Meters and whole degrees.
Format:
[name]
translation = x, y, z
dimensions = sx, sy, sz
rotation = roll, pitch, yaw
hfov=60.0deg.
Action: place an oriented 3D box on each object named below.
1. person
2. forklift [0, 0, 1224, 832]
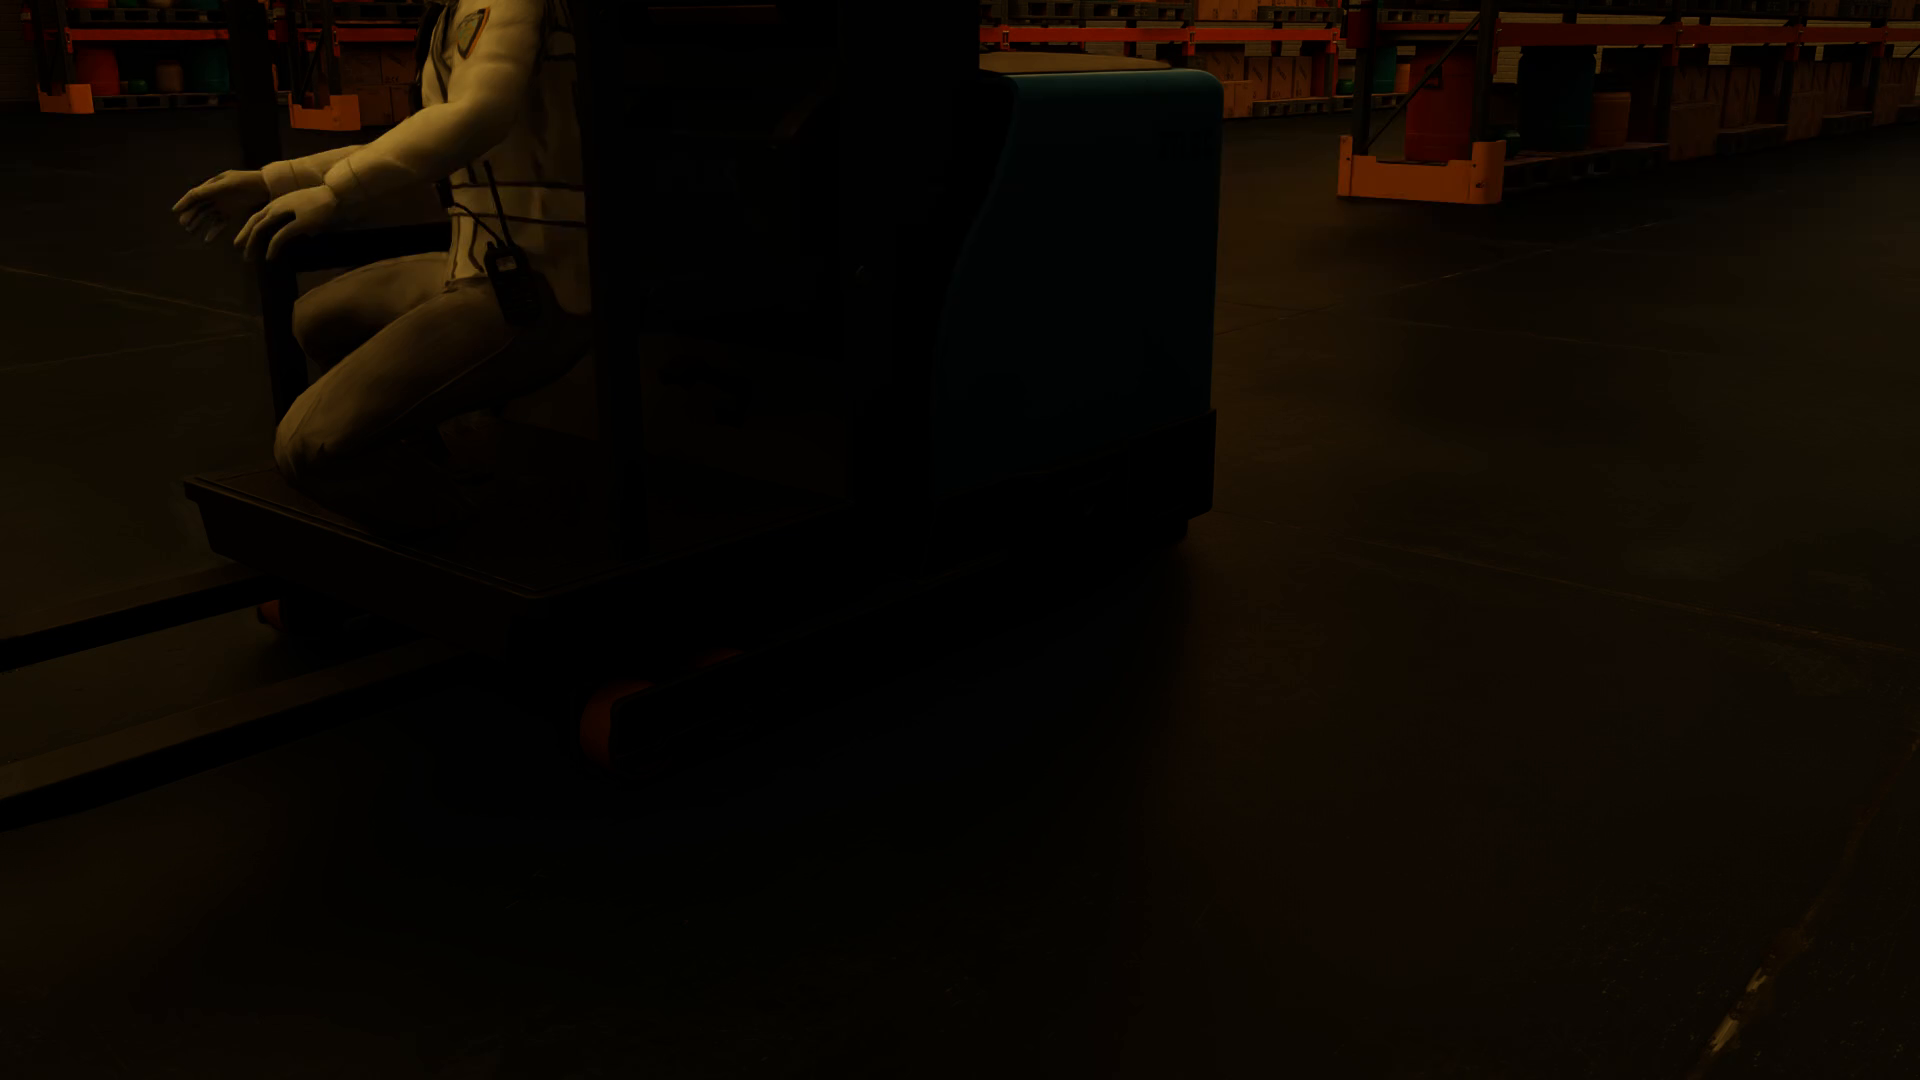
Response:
[person]
translation = -0.963, -0.477, 2.820
dimensions = 0.732, 1.397, 0.833
rotation = -4, 17, -13
[forklift]
translation = -0.729, -1.180, 2.785
dimensions = 1.130, 2.935, 3.031
rotation = 14, 22, 38
